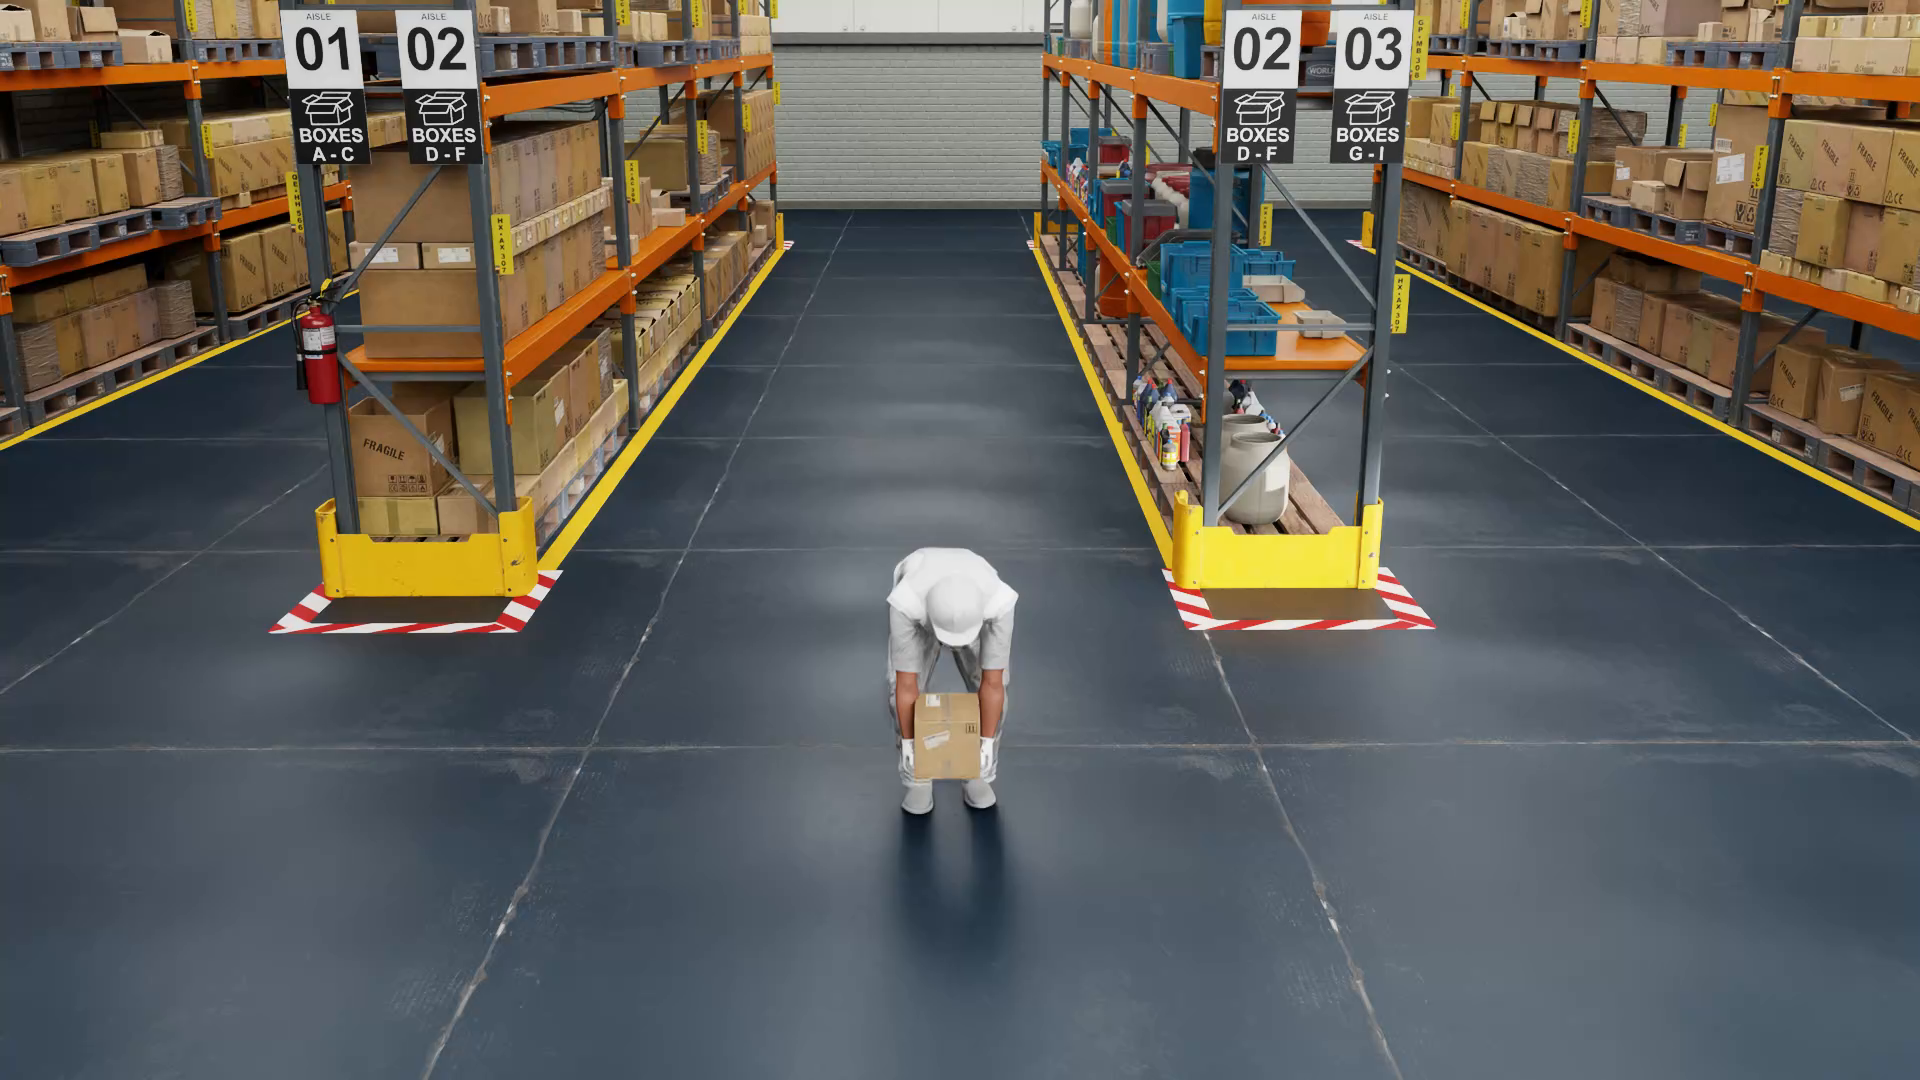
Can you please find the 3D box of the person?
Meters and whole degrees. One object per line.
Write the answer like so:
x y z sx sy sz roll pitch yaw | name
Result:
-0.037 0.577 6.664 0.517 1.169 0.967 -1 17 -3 | person
